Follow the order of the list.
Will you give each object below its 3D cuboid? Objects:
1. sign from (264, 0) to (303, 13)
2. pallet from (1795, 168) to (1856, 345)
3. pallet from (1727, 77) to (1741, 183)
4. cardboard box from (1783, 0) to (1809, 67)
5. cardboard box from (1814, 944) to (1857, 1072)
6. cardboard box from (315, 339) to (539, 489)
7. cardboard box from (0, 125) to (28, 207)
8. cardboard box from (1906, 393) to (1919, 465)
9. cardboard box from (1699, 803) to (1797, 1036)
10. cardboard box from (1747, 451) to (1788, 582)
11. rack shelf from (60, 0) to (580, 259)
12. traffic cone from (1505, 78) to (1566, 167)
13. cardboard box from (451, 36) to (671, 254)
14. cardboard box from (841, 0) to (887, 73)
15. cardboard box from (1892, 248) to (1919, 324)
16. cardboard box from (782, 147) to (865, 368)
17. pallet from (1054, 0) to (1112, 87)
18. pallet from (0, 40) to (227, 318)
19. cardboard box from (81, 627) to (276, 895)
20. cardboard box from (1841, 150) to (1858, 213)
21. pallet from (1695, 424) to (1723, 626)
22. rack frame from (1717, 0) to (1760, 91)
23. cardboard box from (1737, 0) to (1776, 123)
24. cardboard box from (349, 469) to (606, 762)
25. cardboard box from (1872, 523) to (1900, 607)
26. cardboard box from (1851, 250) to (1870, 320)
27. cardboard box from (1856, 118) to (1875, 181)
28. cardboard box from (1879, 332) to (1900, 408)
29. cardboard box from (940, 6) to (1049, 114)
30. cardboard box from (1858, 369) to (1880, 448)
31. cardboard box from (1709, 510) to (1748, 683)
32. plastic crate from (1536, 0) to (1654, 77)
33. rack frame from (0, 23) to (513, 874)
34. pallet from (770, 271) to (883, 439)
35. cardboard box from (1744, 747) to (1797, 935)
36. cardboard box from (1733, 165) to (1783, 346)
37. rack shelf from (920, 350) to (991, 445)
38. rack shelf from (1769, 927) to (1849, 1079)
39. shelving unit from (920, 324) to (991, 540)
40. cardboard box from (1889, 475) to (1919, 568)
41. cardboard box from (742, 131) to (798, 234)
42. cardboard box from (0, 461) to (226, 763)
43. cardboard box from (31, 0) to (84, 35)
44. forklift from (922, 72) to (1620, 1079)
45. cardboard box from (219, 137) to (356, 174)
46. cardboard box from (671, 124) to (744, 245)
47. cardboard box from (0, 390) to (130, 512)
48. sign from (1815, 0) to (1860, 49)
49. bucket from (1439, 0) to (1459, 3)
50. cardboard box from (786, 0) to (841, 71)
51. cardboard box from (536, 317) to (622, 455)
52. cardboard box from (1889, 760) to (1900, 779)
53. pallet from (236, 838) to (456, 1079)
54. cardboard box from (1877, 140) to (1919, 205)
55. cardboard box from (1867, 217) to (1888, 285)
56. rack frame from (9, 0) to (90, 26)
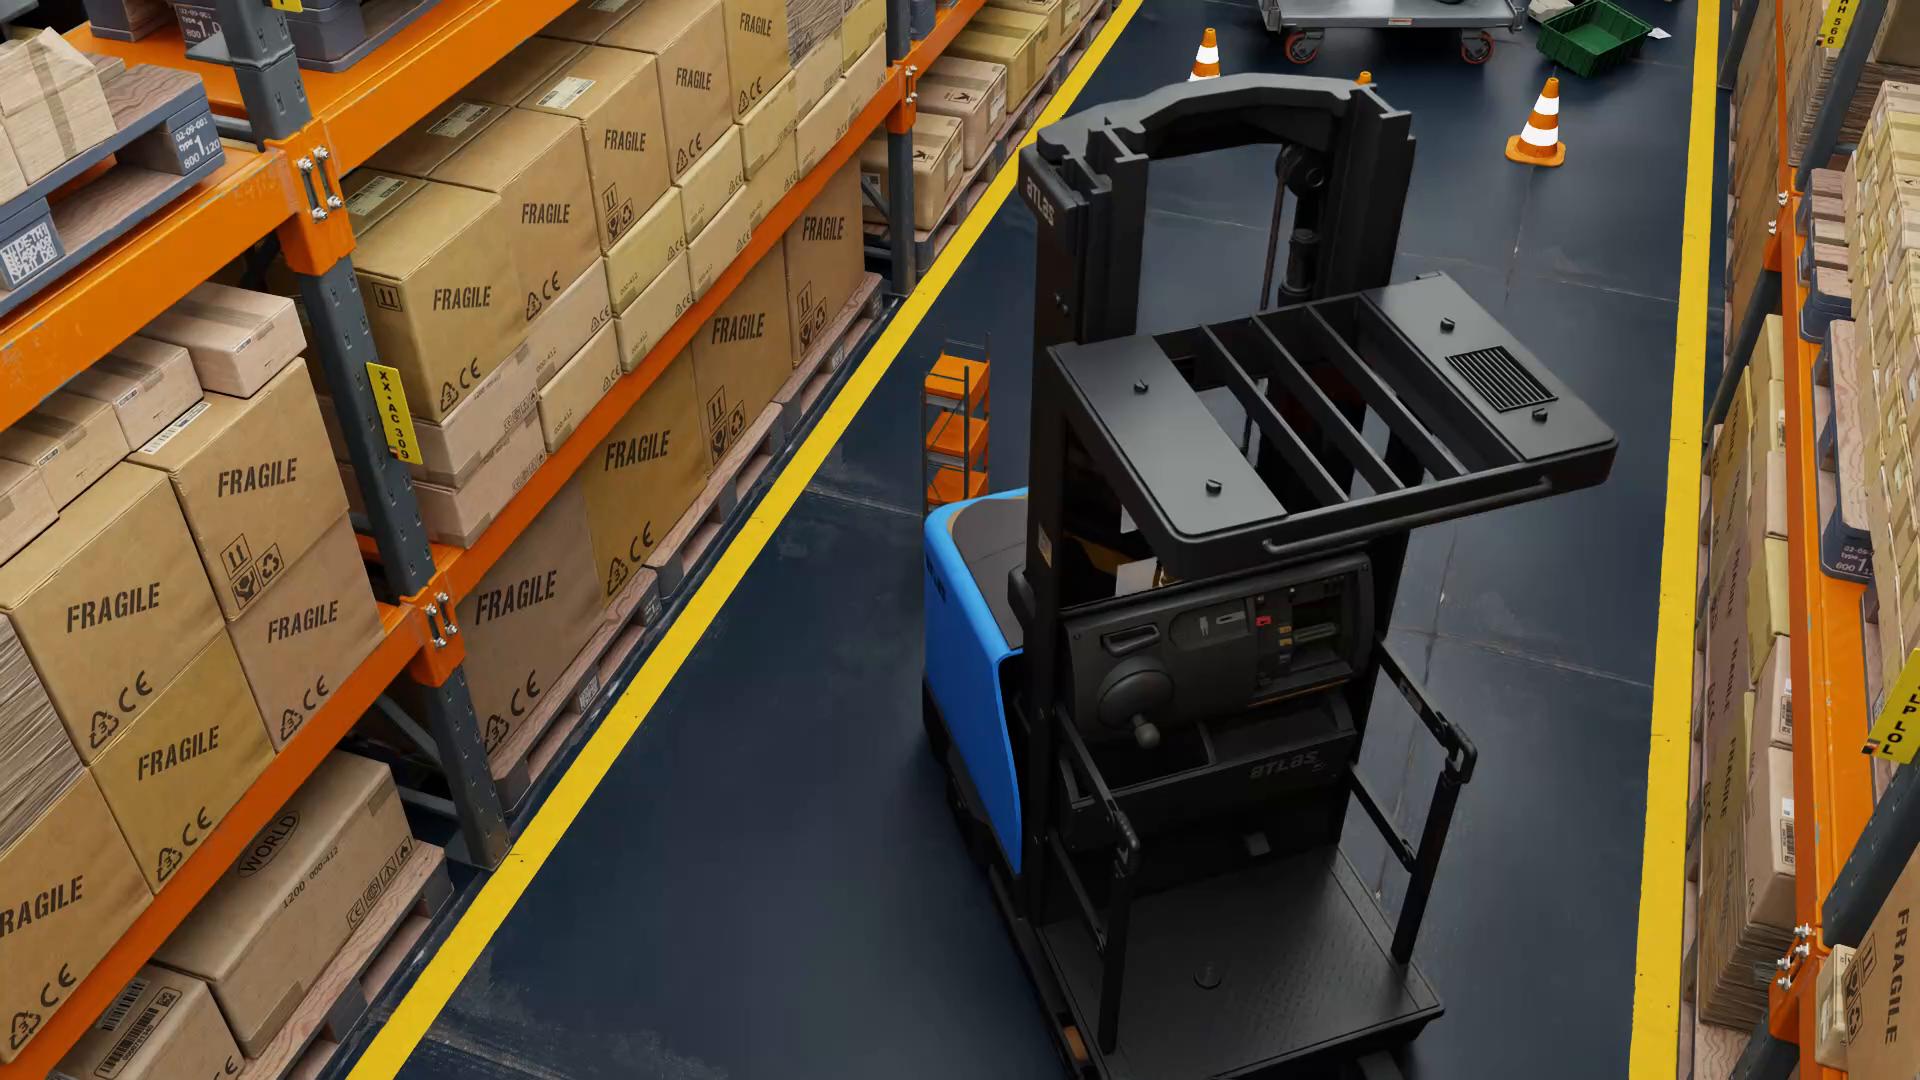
[{"bbox_3d":[-1.570,-1.357,3.759,0.100,0.325,0.005,13,42,15],"label":"sign"},{"bbox_3d":[3.818,-0.982,6.238,1.213,0.211,1.003,13,42,15],"label":"pallet"},{"bbox_3d":[5.137,-2.405,9.906,1.003,0.211,1.213,13,42,15],"label":"pallet"},{"bbox_3d":[4.206,-2.495,7.786,0.500,0.500,0.500,13,42,14],"label":"cardboard box"},{"bbox_3d":[2.190,1.122,3.818,0.380,0.149,0.250,15,43,17],"label":"cardboard box"},{"bbox_3d":[-1.677,-0.450,5.197,0.500,0.250,0.500,12,42,14],"label":"cardboard box"},{"bbox_3d":[-2.100,-0.732,3.279,0.380,0.149,0.250,14,43,16],"label":"cardboard box"},{"bbox_3d":[2.906,-0.283,4.682,0.380,0.149,0.250,12,42,14],"label":"cardboard box"},{"bbox_3d":[2.610,1.210,5.123,0.500,0.500,0.500,13,42,14],"label":"cardboard box"},{"bbox_3d":[3.144,-0.033,6.002,0.500,0.250,0.500,14,42,15],"label":"cardboard box"},{"bbox_3d":[-1.408,-2.198,5.759,1.077,0.370,4.000,13,42,15],"label":"rack shelf"},{"bbox_3d":[3.452,-2.505,9.830,0.336,0.463,0.334,13,42,15],"label":"traffic cone"},{"bbox_3d":[-1.350,-1.356,5.680,0.500,0.500,0.500,12,42,14],"label":"cardboard box"},{"bbox_3d":[-0.651,-2.332,7.402,0.500,0.250,0.500,13,42,15],"label":"cardboard box"},{"bbox_3d":[3.174,-0.763,5.245,0.380,0.149,0.250,15,43,16],"label":"cardboard box"},{"bbox_3d":[-1.039,-1.499,8.010,0.875,0.875,0.875,13,42,15],"label":"cardboard box"},{"bbox_3d":[0.379,-3.454,11.136,1.003,0.211,1.213,13,42,15],"label":"pallet"},{"bbox_3d":[-2.382,-0.722,3.542,1.003,0.211,1.213,13,42,15],"label":"pallet"},{"bbox_3d":[-2.181,0.506,4.269,0.500,0.500,0.500,12,42,14],"label":"cardboard box"},{"bbox_3d":[3.619,-1.350,6.391,0.380,0.149,0.250,13,42,14],"label":"cardboard box"},{"bbox_3d":[3.693,0.024,7.060,1.003,0.211,1.213,13,42,15],"label":"pallet"},{"bbox_3d":[5.330,-3.953,9.573,1.000,3.000,0.127,13,42,15],"label":"rack frame"},{"bbox_3d":[5.202,-2.859,9.699,1.050,0.750,0.750,13,42,15],"label":"cardboard box"},{"bbox_3d":[-1.955,0.142,6.086,0.875,0.875,0.875,15,43,16],"label":"cardboard box"},{"bbox_3d":[2.805,0.113,4.677,0.380,0.149,0.250,11,42,13],"label":"cardboard box"},{"bbox_3d":[3.345,-0.856,5.813,0.380,0.149,0.250,15,43,17],"label":"cardboard box"},{"bbox_3d":[3.608,-1.441,6.268,0.380,0.149,0.250,15,43,17],"label":"cardboard box"},{"bbox_3d":[3.080,-0.489,5.153,0.380,0.149,0.250,15,43,17],"label":"cardboard box"},{"bbox_3d":[-0.012,-2.966,10.117,0.950,0.372,0.625,15,43,17],"label":"cardboard box"},{"bbox_3d":[3.077,-0.382,5.257,0.380,0.149,0.250,12,42,14],"label":"cardboard box"},{"bbox_3d":[3.141,0.274,6.220,0.500,0.500,0.500,12,42,14],"label":"cardboard box"},{"bbox_3d":[4.158,-3.302,10.932,0.662,0.188,0.450,-29,58,-29],"label":"plastic crate"},{"bbox_3d":[-2.092,-0.111,5.069,1.000,3.000,0.127,13,42,15],"label":"rack frame"},{"bbox_3d":[-1.065,-1.026,8.289,1.003,0.211,1.213,13,42,15],"label":"pallet"},{"bbox_3d":[2.611,0.922,4.883,0.500,0.250,0.500,12,42,14],"label":"cardboard box"},{"bbox_3d":[4.255,-1.169,7.719,1.050,0.750,0.750,13,42,14],"label":"cardboard box"},{"bbox_3d":[-0.018,-0.575,6.694,0.215,0.259,0.240,13,42,15],"label":"rack shelf"},{"bbox_3d":[1.910,2.420,2.657,1.077,0.370,4.000,13,42,15],"label":"rack shelf"},{"bbox_3d":[-0.018,-0.367,6.871,0.215,1.050,0.252,13,42,15],"label":"shelving unit"},{"bbox_3d":[2.810,-0.017,4.600,0.380,0.149,0.250,12,42,14],"label":"cardboard box"},{"bbox_3d":[-1.000,-1.509,6.823,0.500,0.250,0.500,13,42,15],"label":"cardboard box"},{"bbox_3d":[-2.175,0.127,3.942,0.500,0.500,0.500,13,42,14],"label":"cardboard box"},{"bbox_3d":[-5.164,-3.284,10.294,0.875,0.625,0.625,15,43,16],"label":"cardboard box"},{"bbox_3d":[0.814,0.396,4.527,1.130,2.935,3.031,-12,42,-14],"label":"forklift"},{"bbox_3d":[-2.005,-1.175,5.468,0.500,0.500,0.500,14,42,16],"label":"cardboard box"},{"bbox_3d":[-1.156,-1.385,6.292,0.500,0.250,0.500,12,42,14],"label":"cardboard box"},{"bbox_3d":[-2.185,-0.231,3.862,0.380,0.149,0.250,13,42,15],"label":"cardboard box"},{"bbox_3d":[3.439,-2.075,6.479,0.100,0.325,0.005,13,42,15],"label":"sign"},{"bbox_3d":[3.210,-3.881,10.839,0.726,0.611,0.620,29,58,29],"label":"bucket"},{"bbox_3d":[-0.823,-2.281,6.765,0.500,0.500,0.500,14,42,16],"label":"cardboard box"},{"bbox_3d":[-1.518,-0.580,5.734,0.500,0.250,0.500,12,42,14],"label":"cardboard box"},{"bbox_3d":[2.544,0.576,4.134,0.380,0.149,0.250,12,42,14],"label":"cardboard box"},{"bbox_3d":[-2.426,1.396,5.451,1.003,0.211,1.213,13,42,15],"label":"pallet"},{"bbox_3d":[3.444,-1.252,5.818,0.380,0.149,0.250,13,42,15],"label":"cardboard box"},{"bbox_3d":[3.343,-0.957,5.702,0.380,0.149,0.250,13,42,15],"label":"cardboard box"},{"bbox_3d":[-5.390,-3.650,9.217,1.000,3.000,0.127,13,42,15],"label":"rack frame"}]
